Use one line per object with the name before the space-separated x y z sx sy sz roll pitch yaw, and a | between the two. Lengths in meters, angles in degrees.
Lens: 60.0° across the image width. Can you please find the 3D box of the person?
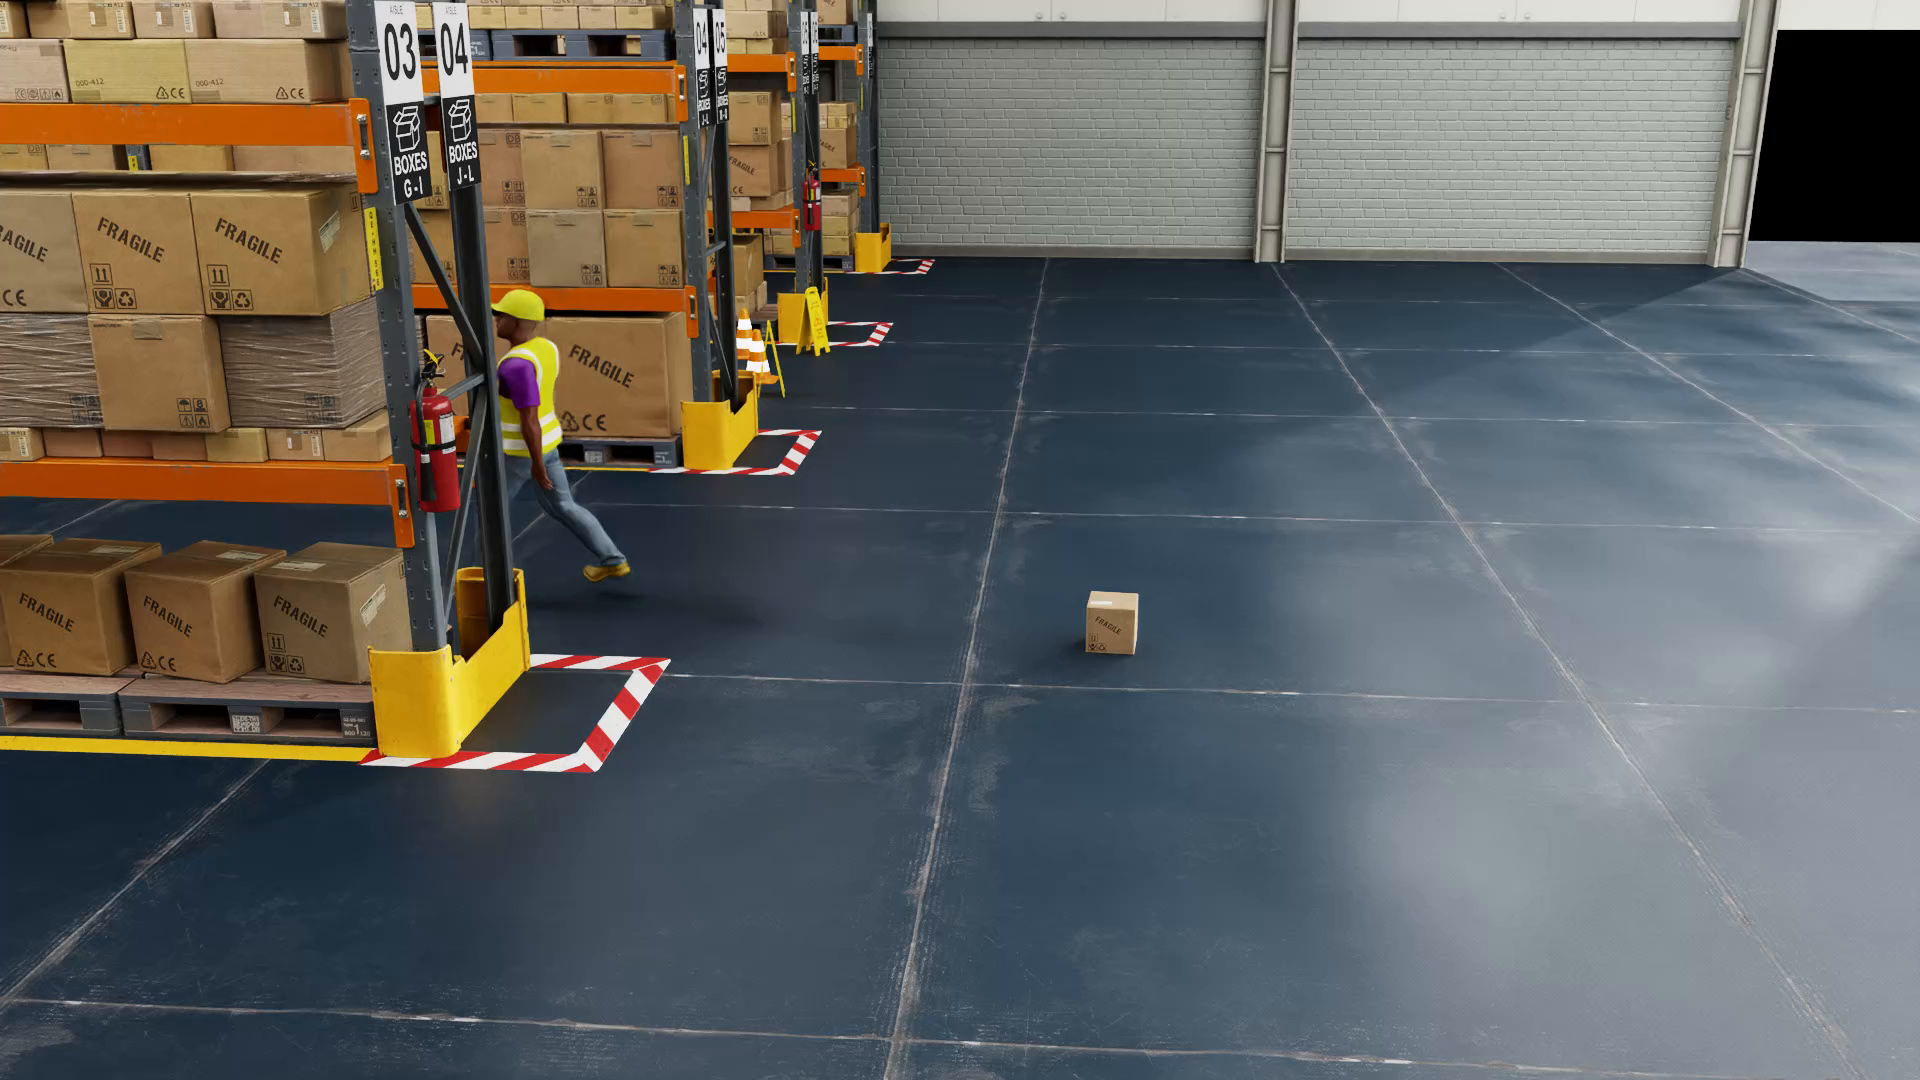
person | -2.395 -0.522 9.172 1.039 1.727 0.552 3 18 11
